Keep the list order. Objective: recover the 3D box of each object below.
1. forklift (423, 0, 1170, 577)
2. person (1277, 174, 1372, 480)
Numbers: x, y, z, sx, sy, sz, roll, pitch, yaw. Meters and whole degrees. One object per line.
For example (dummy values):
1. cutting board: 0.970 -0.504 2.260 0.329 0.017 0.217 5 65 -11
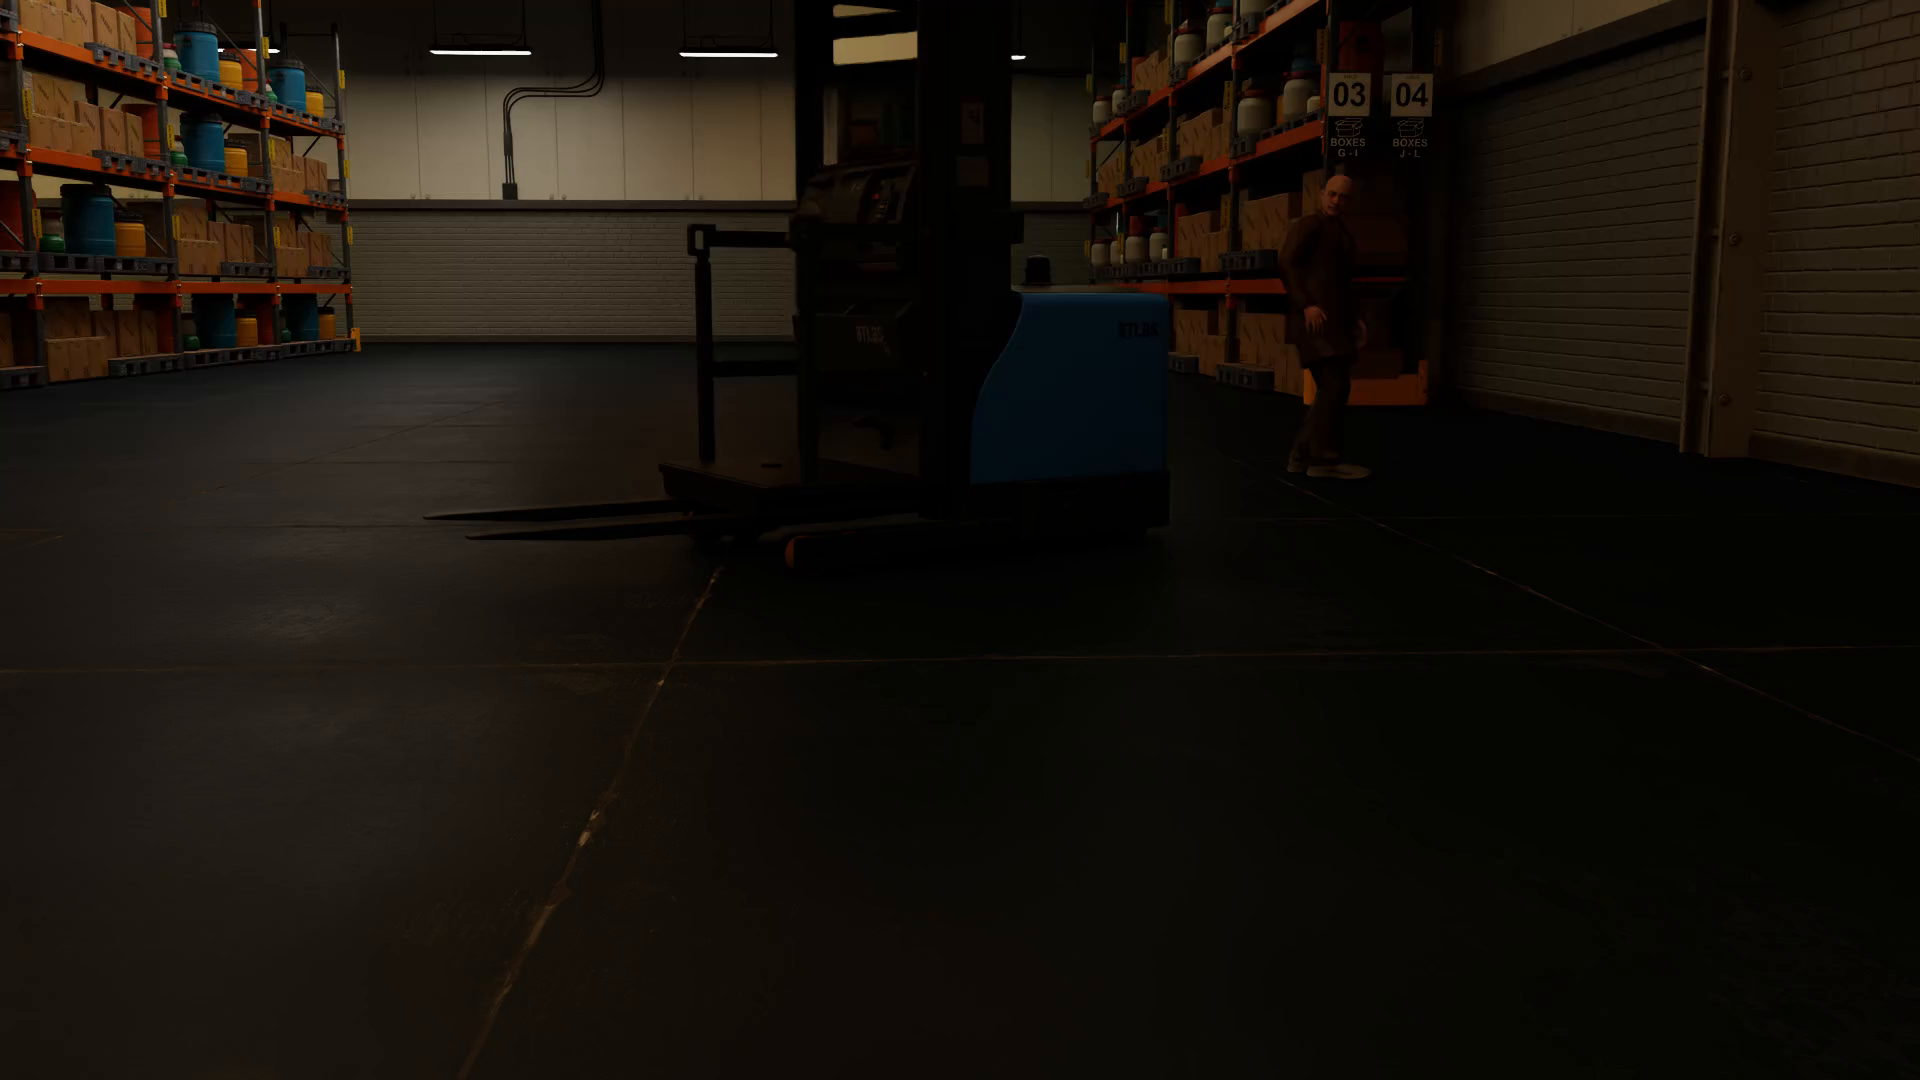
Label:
1. forklift: -0.606 -1.395 6.728 3.031 2.935 1.130 -5 10 -31
2. person: 2.211 -1.248 9.746 0.558 1.759 0.799 5 10 29
